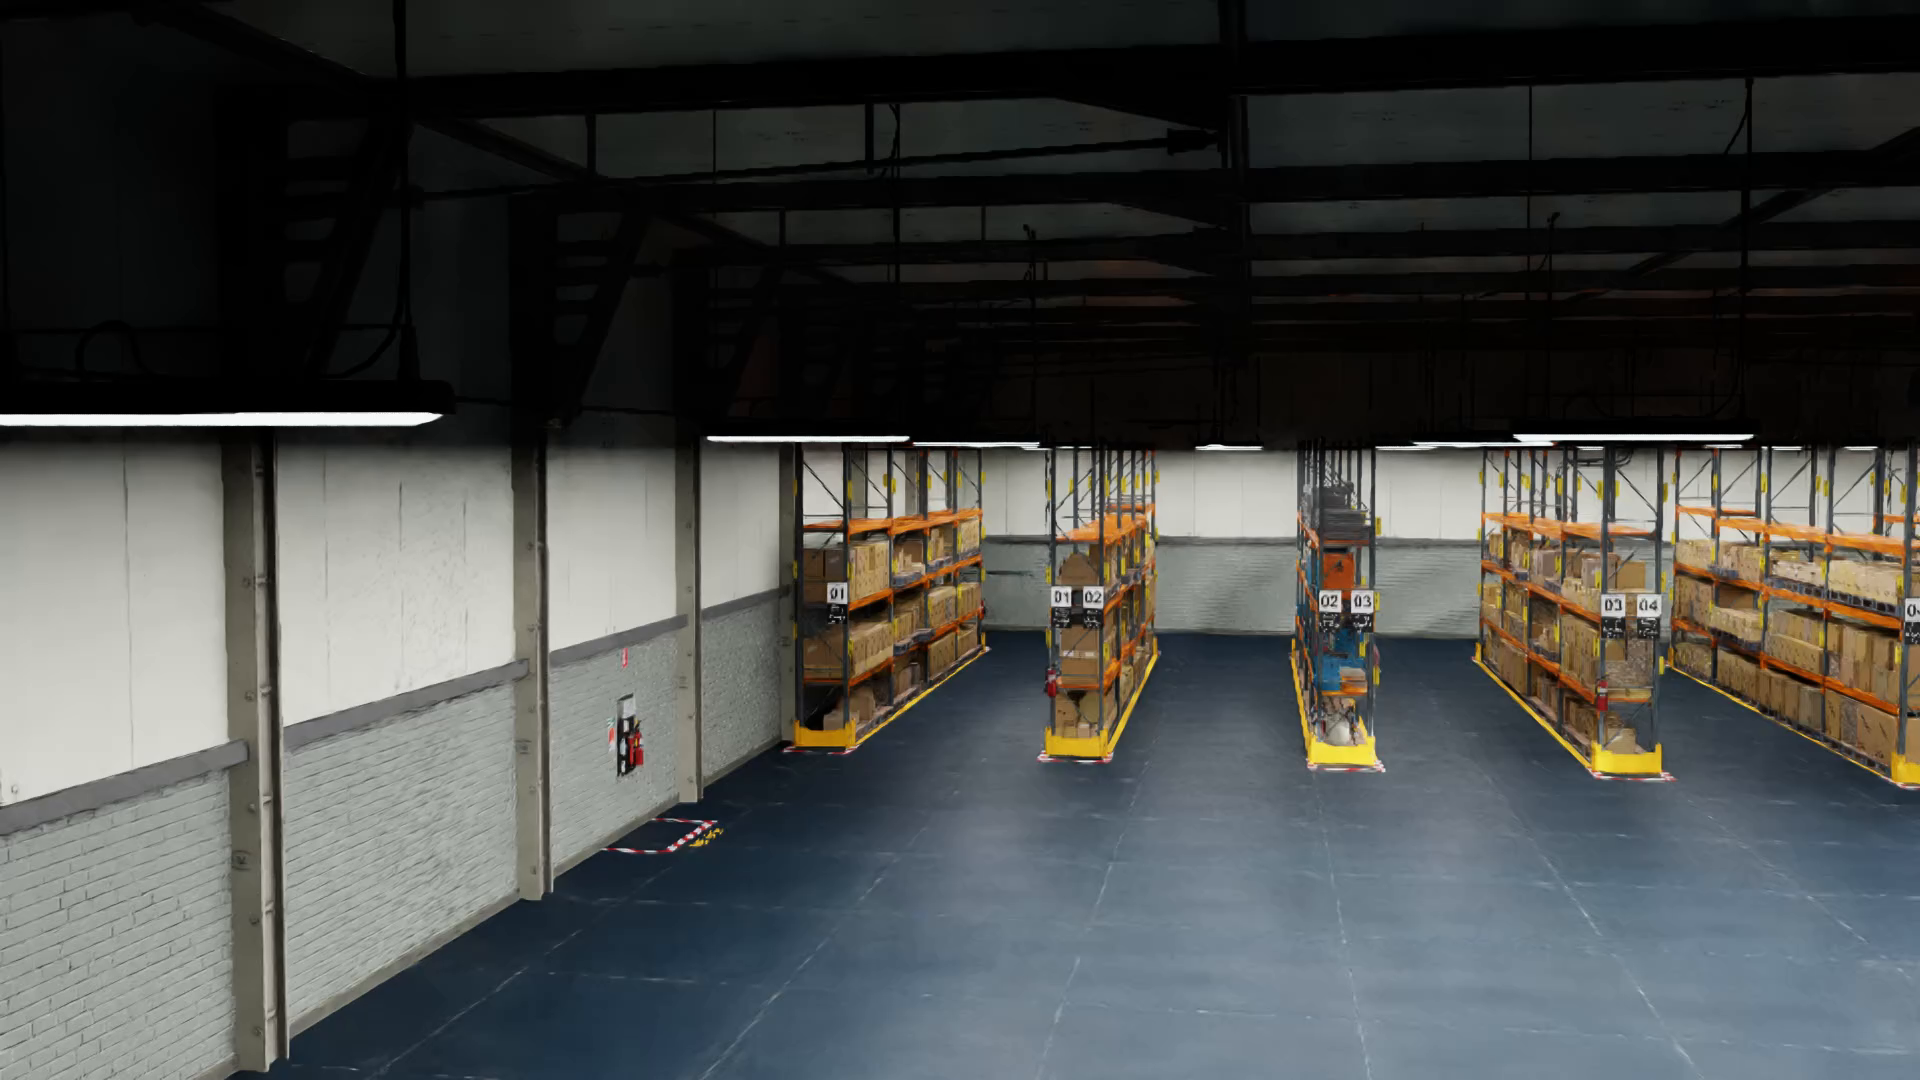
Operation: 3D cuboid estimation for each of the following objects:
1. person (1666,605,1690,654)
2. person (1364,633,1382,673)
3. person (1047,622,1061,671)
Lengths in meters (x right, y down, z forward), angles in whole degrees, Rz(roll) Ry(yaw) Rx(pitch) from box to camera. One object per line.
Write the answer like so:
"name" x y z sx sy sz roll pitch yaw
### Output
"person" 20.300 2.404 46.894 0.586 1.674 0.966 2 4 34
"person" 10.495 2.635 42.963 0.573 1.626 0.720 -1 3 -13
"person" 2.540 2.633 43.244 0.580 1.619 0.506 0 3 9
